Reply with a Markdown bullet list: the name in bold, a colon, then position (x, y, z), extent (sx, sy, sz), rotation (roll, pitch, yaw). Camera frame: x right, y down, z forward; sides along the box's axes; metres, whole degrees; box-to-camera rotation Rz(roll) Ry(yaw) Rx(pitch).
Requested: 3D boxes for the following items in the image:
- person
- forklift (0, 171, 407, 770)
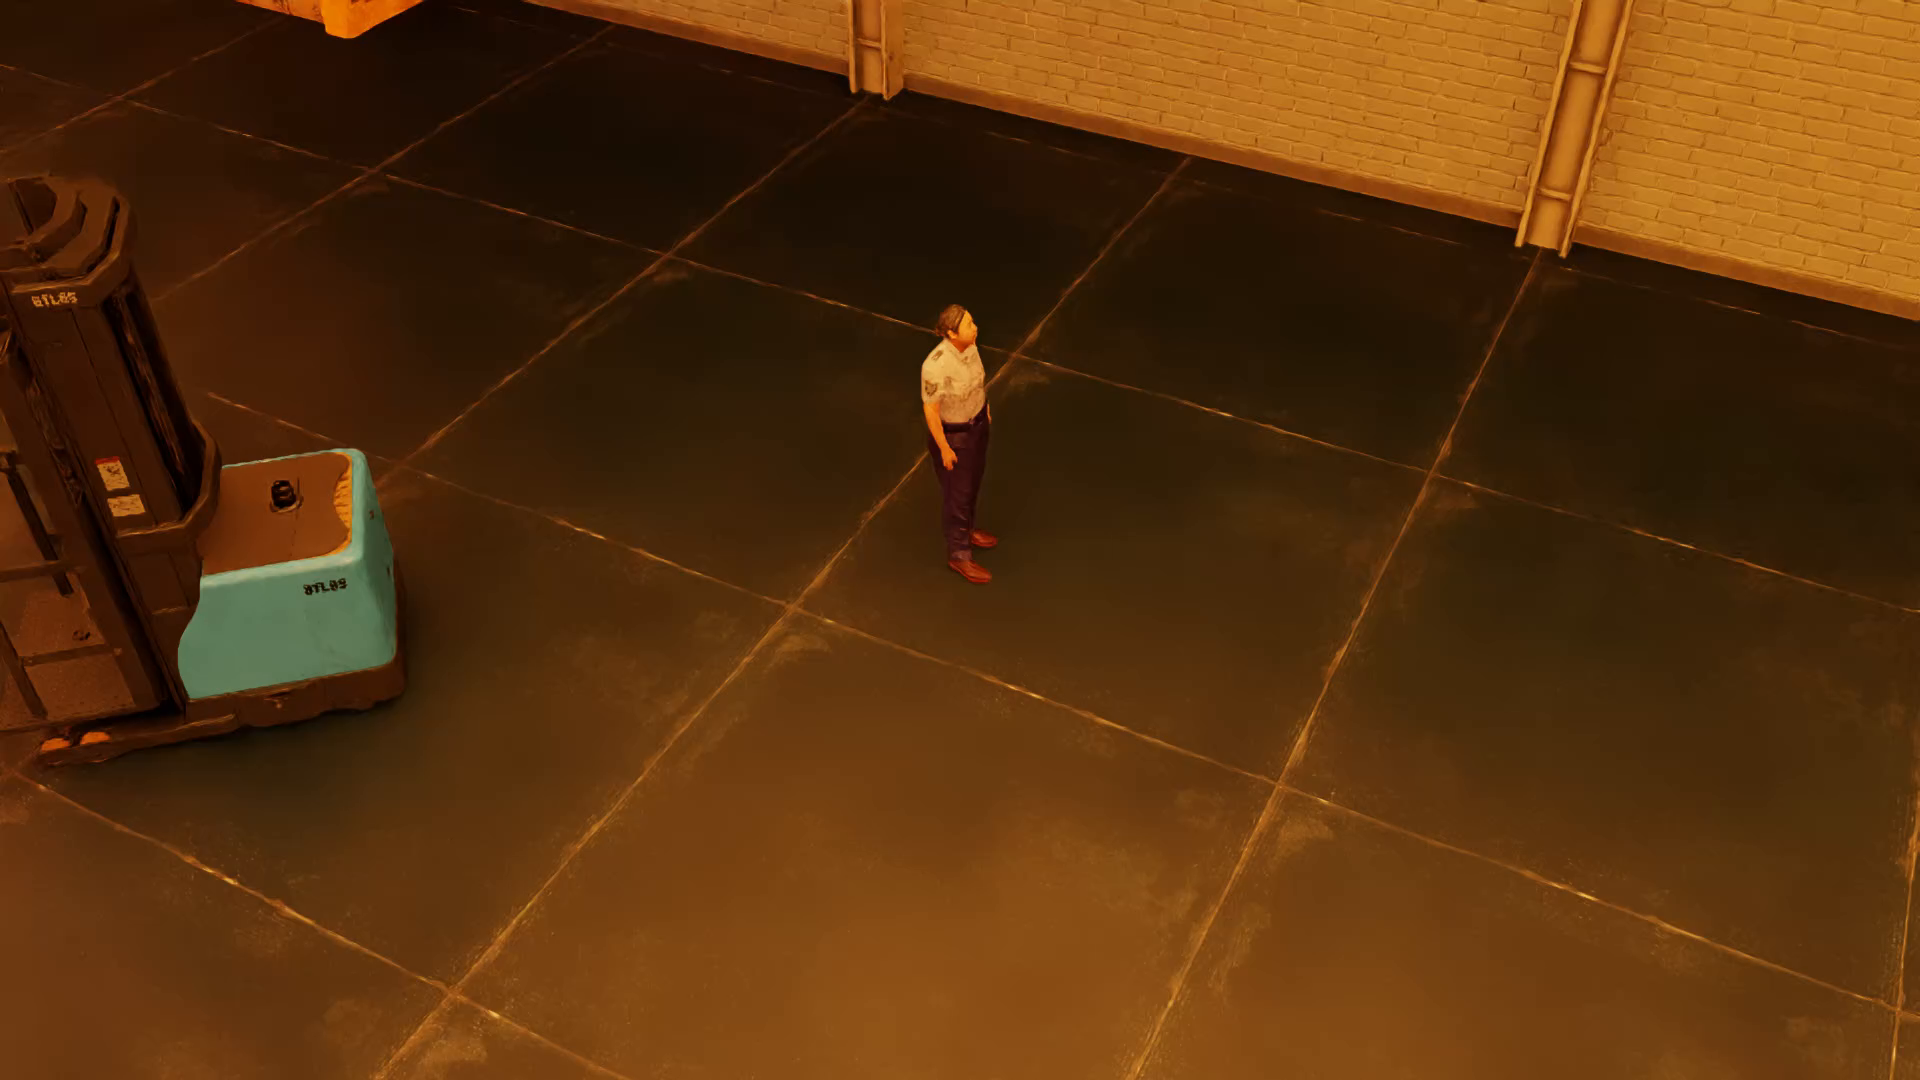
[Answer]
- **person**: position (0.069, -0.596, 9.679), extent (0.502, 1.650, 0.599), rotation (18, 43, 21)
- **forklift**: position (-4.635, -0.284, 8.324), extent (3.031, 2.935, 1.130), rotation (-10, 41, -11)
